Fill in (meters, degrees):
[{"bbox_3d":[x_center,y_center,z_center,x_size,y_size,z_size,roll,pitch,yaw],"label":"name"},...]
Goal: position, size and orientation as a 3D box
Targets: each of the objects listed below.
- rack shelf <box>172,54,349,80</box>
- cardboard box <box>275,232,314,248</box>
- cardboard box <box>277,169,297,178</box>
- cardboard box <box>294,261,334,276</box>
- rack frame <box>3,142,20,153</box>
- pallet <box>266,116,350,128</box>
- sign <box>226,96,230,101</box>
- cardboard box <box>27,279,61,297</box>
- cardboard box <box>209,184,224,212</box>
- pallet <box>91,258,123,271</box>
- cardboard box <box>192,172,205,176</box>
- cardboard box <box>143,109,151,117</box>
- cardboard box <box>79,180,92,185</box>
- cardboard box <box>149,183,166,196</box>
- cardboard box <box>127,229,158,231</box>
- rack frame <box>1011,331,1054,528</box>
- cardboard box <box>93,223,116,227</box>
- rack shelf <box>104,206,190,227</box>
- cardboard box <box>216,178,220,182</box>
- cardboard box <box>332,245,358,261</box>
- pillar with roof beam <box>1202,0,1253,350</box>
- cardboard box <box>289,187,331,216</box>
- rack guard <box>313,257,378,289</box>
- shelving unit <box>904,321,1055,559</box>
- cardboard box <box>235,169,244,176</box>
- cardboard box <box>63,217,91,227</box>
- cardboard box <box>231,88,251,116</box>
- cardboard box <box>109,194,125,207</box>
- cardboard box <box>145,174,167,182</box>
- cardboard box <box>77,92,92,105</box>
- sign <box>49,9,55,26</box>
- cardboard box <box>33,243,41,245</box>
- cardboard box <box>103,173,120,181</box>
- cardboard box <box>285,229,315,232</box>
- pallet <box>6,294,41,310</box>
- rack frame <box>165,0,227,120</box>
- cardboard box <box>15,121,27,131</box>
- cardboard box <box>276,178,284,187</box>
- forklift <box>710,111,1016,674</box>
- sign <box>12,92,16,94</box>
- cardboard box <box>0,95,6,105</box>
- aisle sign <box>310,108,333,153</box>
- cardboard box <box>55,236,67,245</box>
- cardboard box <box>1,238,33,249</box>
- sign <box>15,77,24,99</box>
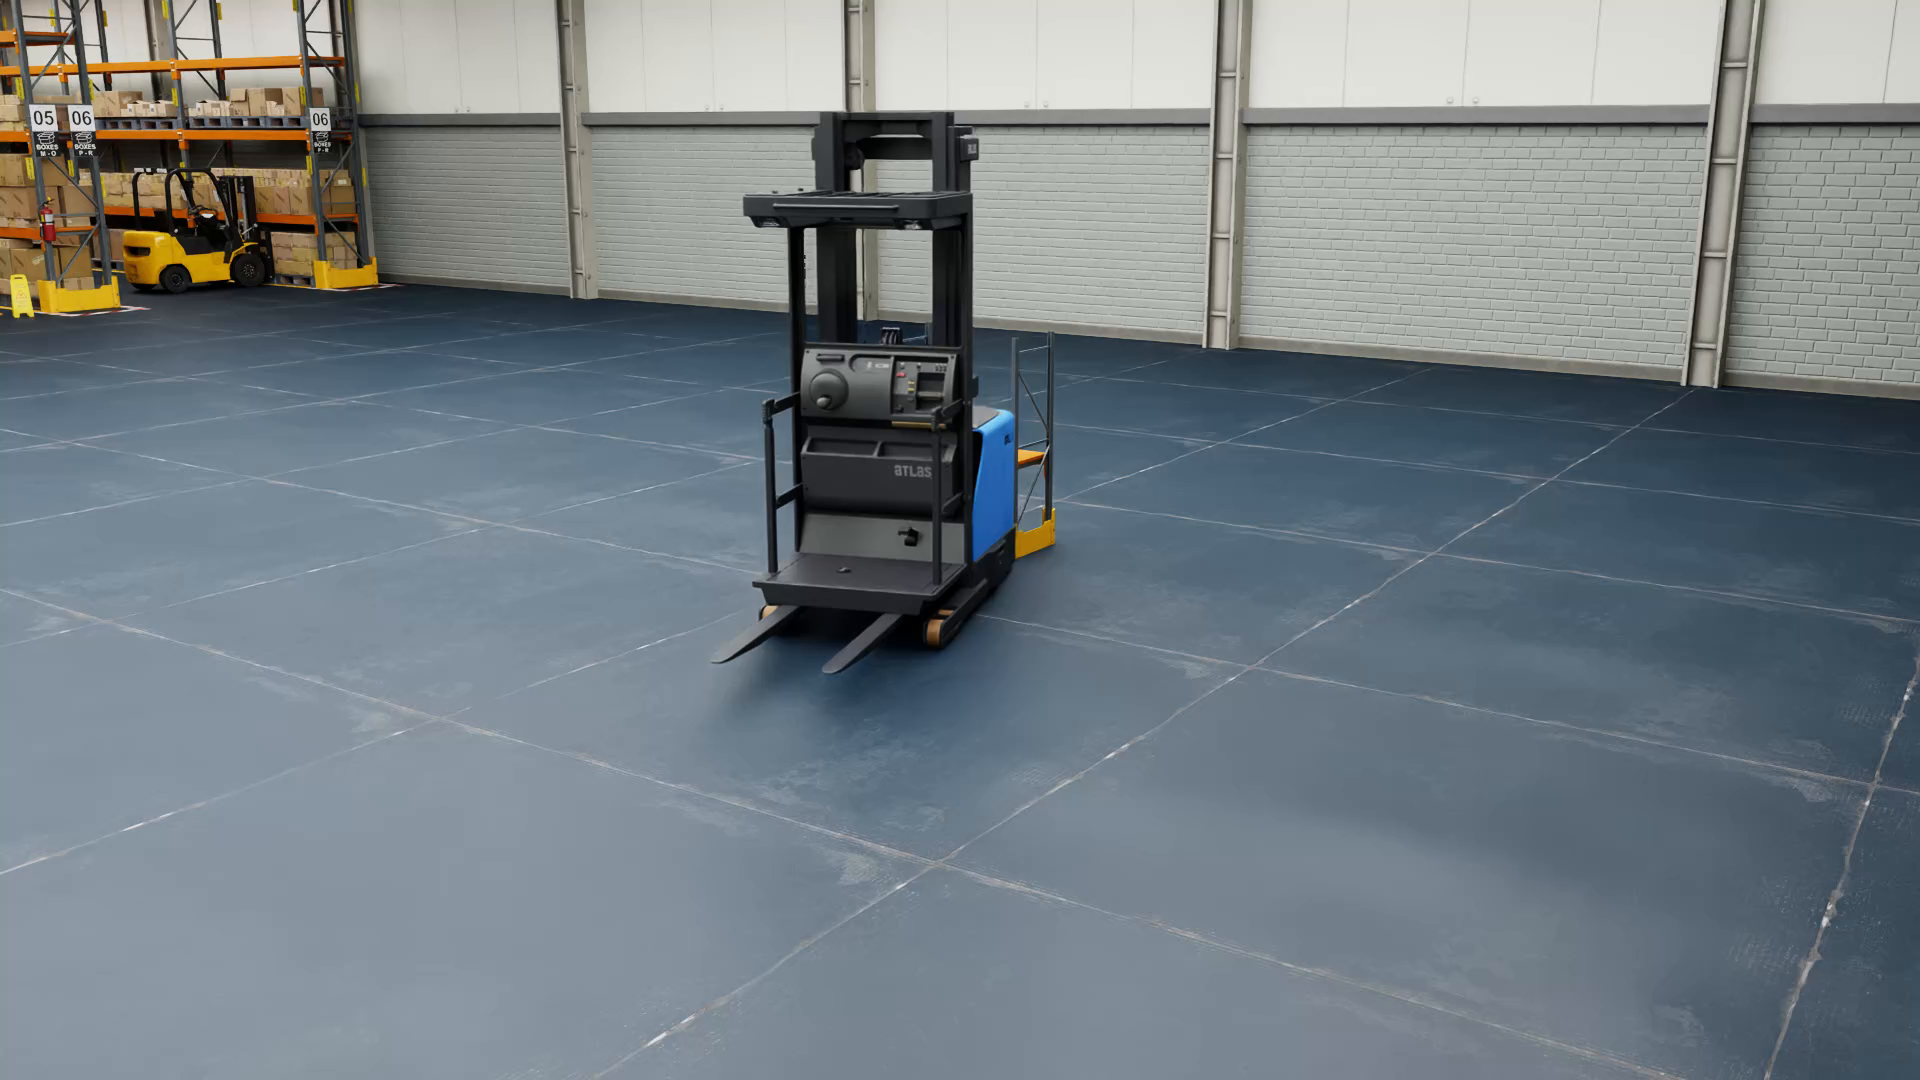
[{"bbox_3d":[-13.040,-8.806,30.997,4.000,0.370,1.077,9,17,33],"label":"rack shelf"},{"bbox_3d":[-12.364,-5.590,30.930,0.500,0.250,0.500,10,17,34],"label":"cardboard box"},{"bbox_3d":[-12.415,-6.787,30.822,0.250,0.149,0.380,9,17,33],"label":"cardboard box"},{"bbox_3d":[-11.947,-5.038,30.780,0.500,0.250,0.500,9,17,33],"label":"cardboard box"},{"bbox_3d":[-21.338,-7.778,37.001,0.127,3.000,1.000,9,17,33],"label":"rack frame"},{"bbox_3d":[-11.953,-7.682,30.554,1.213,0.211,1.003,9,17,33],"label":"pallet"},{"bbox_3d":[-14.391,-8.561,32.682,0.005,0.325,0.100,9,17,33],"label":"sign"},{"bbox_3d":[-14.988,-4.105,27.014,0.500,0.250,0.500,9,17,33],"label":"cardboard box"},{"bbox_3d":[-14.036,-6.575,31.935,0.500,0.500,0.500,10,17,34],"label":"cardboard box"},{"bbox_3d":[-17.357,-5.770,34.691,1.213,0.211,1.003,9,17,33],"label":"pallet"},{"bbox_3d":[-14.601,-7.111,32.129,0.250,0.149,0.380,10,17,34],"label":"cardboard box"},{"bbox_3d":[-15.782,-8.378,32.625,0.250,0.149,0.380,9,17,33],"label":"cardboard box"},{"bbox_3d":[-17.801,-7.298,34.334,0.500,0.250,0.500,9,17,33],"label":"cardboard box"},{"bbox_3d":[-15.681,-6.957,32.958,0.500,0.250,0.500,9,16,31],"label":"cardboard box"},{"bbox_3d":[-16.403,-6.030,34.007,0.625,0.625,0.875,8,16,31],"label":"cardboard box"},{"bbox_3d":[0.493,-0.648,11.321,0.032,1.500,0.500,9,17,33],"label":"rack frame"},{"bbox_3d":[-18.278,-6.679,35.539,0.250,0.149,0.380,10,17,36],"label":"cardboard box"},{"bbox_3d":[-16.359,-6.624,33.837,4.000,0.370,1.077,9,17,33],"label":"rack shelf"},{"bbox_3d":[-13.971,-6.862,31.741,0.250,0.149,0.380,10,17,34],"label":"cardboard box"},{"bbox_3d":[-11.655,-5.385,31.141,0.500,0.250,0.500,10,17,34],"label":"cardboard box"},{"bbox_3d":[1.078,-6.081,17.663,0.400,9.000,9.100,9,17,33],"label":"pillar with roof beam"},{"bbox_3d":[-11.935,-6.231,30.543,0.500,0.500,0.500,9,16,32],"label":"cardboard box"},{"bbox_3d":[-11.361,-4.952,30.787,0.348,0.500,1.175,9,17,33],"label":"rack guard"},{"bbox_3d":[0.063,-0.718,11.602,1.083,1.500,0.587,9,17,33],"label":"shelving unit"},{"bbox_3d":[-13.488,-6.954,31.495,0.250,0.149,0.380,9,17,33],"label":"cardboard box"},{"bbox_3d":[-14.314,-5.143,26.880,0.250,0.149,0.380,9,17,33],"label":"cardboard box"},{"bbox_3d":[-13.142,-8.181,31.091,0.637,0.503,0.797,10,17,35],"label":"cardboard box"},{"bbox_3d":[-16.941,-6.924,33.864,0.500,0.250,0.500,9,16,31],"label":"cardboard box"},{"bbox_3d":[-15.980,-7.201,33.111,0.250,0.149,0.380,9,16,31],"label":"cardboard box"},{"bbox_3d":[-17.554,-8.853,33.810,0.500,0.500,0.500,9,17,33],"label":"cardboard box"},{"bbox_3d":[-18.313,-10.536,33.549,0.005,0.325,0.100,9,17,33],"label":"sign"},{"bbox_3d":[-15.531,-4.716,27.920,0.500,0.500,0.500,10,17,34],"label":"cardboard box"},{"bbox_3d":[-17.245,-7.406,33.940,0.250,0.149,0.380,9,17,33],"label":"cardboard box"},{"bbox_3d":[-12.499,-5.761,31.620,0.500,0.250,0.500,9,17,32],"label":"cardboard box"},{"bbox_3d":[-14.865,-3.951,27.344,1.213,0.211,1.003,9,17,33],"label":"pallet"},{"bbox_3d":[-14.700,-9.617,31.946,0.127,3.000,1.000,9,17,33],"label":"rack frame"},{"bbox_3d":[-14.600,-6.505,26.137,0.250,0.149,0.380,9,17,33],"label":"cardboard box"},{"bbox_3d":[-12.434,-6.633,30.820,0.250,0.149,0.380,9,17,32],"label":"cardboard box"},{"bbox_3d":[-0.531,-0.919,9.434,1.130,2.935,3.031,4,14,15],"label":"forklift"},{"bbox_3d":[-21.031,-9.787,36.980,0.005,0.325,0.100,9,17,33],"label":"sign"},{"bbox_3d":[-15.008,-6.959,26.313,0.250,0.149,0.380,9,16,32],"label":"cardboard box"},{"bbox_3d":[-11.490,-7.363,29.915,0.004,0.787,0.394,9,17,33],"label":"aisle sign"},{"bbox_3d":[-18.899,-6.315,35.419,0.500,0.500,0.500,9,16,32],"label":"cardboard box"},{"bbox_3d":[-15.300,-4.818,26.980,0.250,0.149,0.380,10,17,34],"label":"cardboard box"},{"bbox_3d":[-14.474,-6.956,25.597,0.005,0.325,0.100,9,17,33],"label":"sign"}]
